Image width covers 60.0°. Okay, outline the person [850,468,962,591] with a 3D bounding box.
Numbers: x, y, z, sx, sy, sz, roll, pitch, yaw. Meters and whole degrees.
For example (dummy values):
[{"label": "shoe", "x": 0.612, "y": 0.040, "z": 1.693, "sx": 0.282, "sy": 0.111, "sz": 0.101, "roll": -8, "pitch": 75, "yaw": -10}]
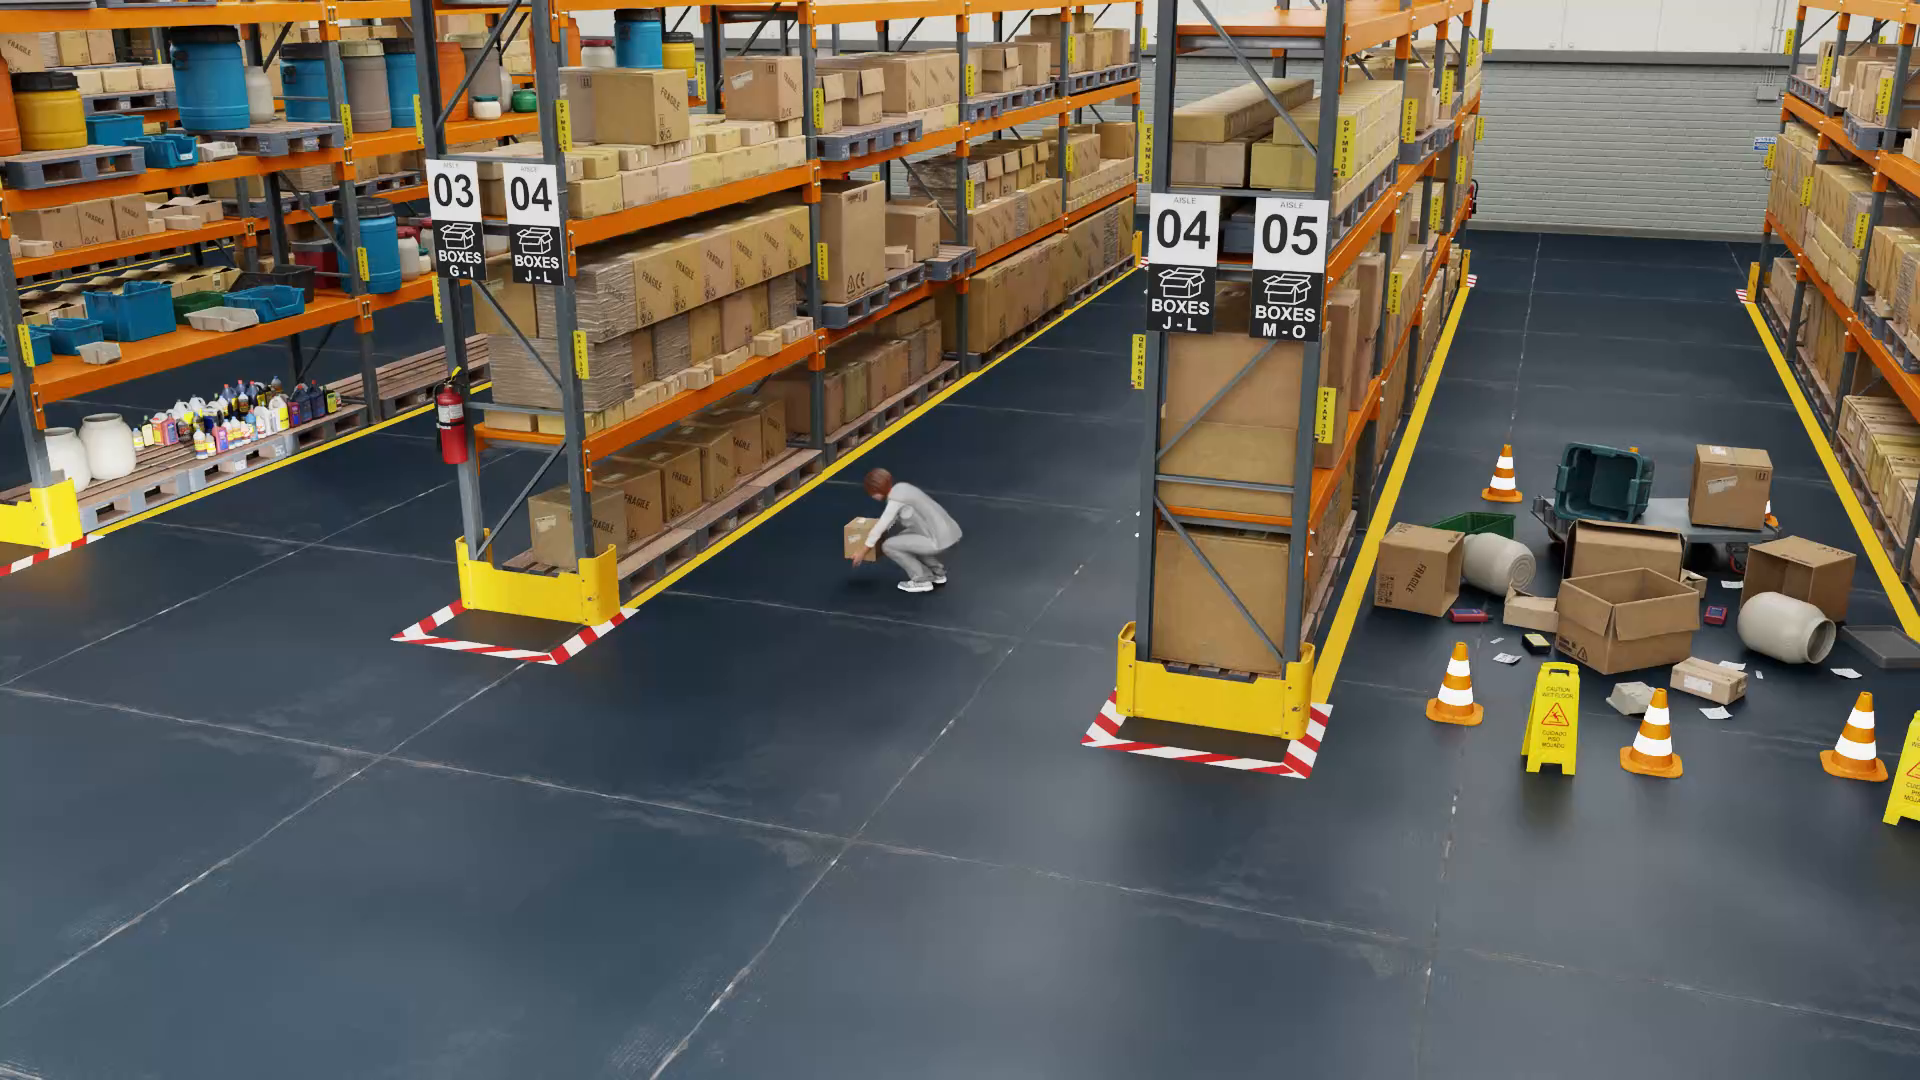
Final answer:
[{"label": "person", "x": -0.395, "y": -0.090, "z": 12.414, "sx": 0.820, "sy": 0.911, "sz": 0.426, "roll": 6, "pitch": 20, "yaw": 17}]
